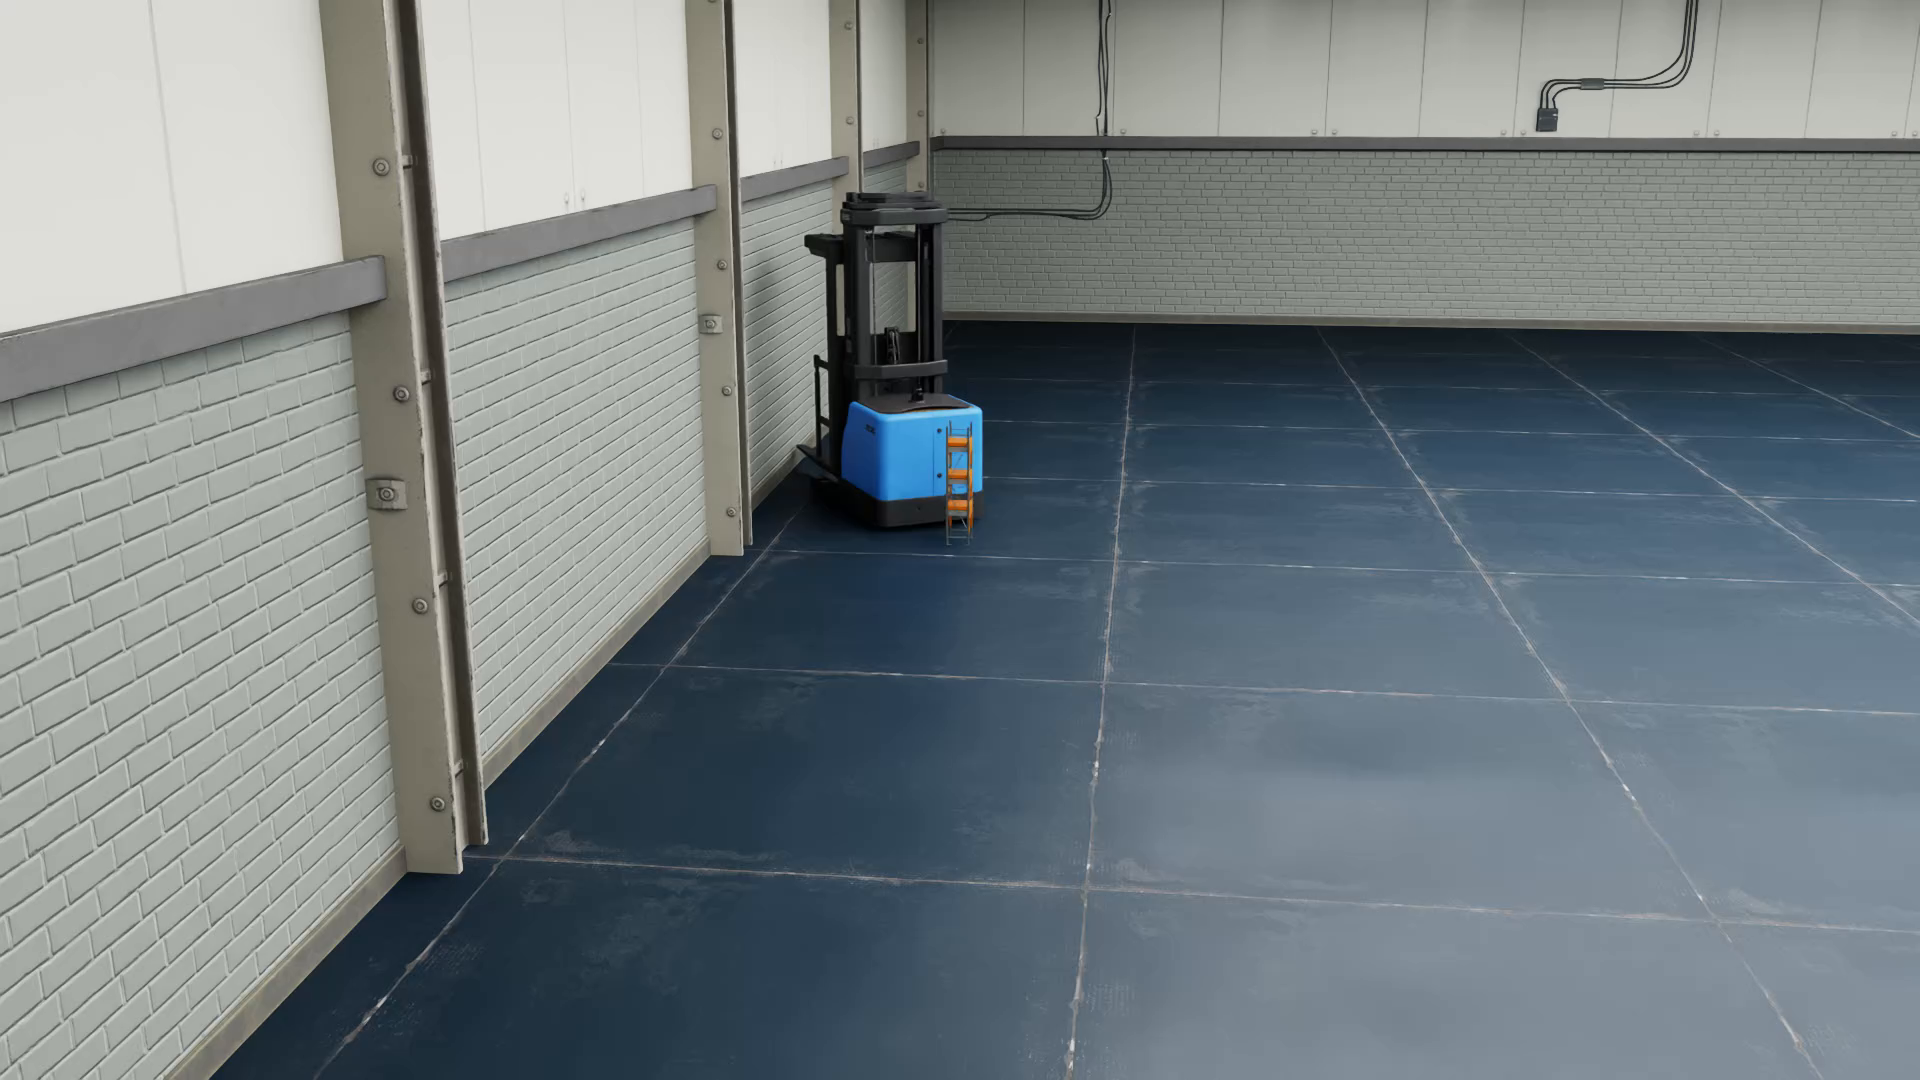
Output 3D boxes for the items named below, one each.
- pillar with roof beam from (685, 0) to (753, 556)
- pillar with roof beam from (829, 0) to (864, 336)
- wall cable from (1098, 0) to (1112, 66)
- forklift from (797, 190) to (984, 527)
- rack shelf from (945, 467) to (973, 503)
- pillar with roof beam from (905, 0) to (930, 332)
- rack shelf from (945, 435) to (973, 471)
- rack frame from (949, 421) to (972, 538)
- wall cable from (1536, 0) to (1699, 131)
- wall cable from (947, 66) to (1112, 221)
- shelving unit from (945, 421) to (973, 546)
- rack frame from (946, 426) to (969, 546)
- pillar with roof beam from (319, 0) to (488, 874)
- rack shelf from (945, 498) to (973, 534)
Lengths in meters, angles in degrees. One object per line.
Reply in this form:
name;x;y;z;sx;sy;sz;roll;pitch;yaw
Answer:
pillar with roof beam;2.289;-4.139;12.728;9.100;9.000;0.400;2;15;6
pillar with roof beam;2.966;-5.695;18.483;9.100;9.000;0.400;2;15;6
wall cable;3.700;-8.962;26.840;3.097;2.526;0.112;2;15;6
forklift;-0.821;-1.869;15.958;1.130;2.935;3.031;-6;16;-22
rack shelf;-0.006;-0.483;14.476;0.215;0.259;0.240;2;15;6
pillar with roof beam;3.643;-7.251;24.238;9.100;9.000;0.400;2;15;6
rack shelf;-0.006;-0.757;14.402;0.215;0.259;0.240;2;15;6
rack frame;0.008;-0.525;14.591;0.200;1.050;0.008;2;15;6
wall cable;10.443;-9.461;25.896;2.305;6.003;0.169;2;15;6
wall cable;1.012;-6.604;27.794;3.097;2.526;0.112;2;15;6
shelving unit;-0.006;-0.493;14.474;0.215;1.050;0.252;2;15;6
rack frame;-0.020;-0.461;14.357;0.200;1.050;0.008;2;15;6
pillar with roof beam;1.612;-2.583;6.973;9.100;9.000;0.400;2;15;6
rack shelf;-0.006;-0.214;14.549;0.215;0.259;0.240;2;15;6
